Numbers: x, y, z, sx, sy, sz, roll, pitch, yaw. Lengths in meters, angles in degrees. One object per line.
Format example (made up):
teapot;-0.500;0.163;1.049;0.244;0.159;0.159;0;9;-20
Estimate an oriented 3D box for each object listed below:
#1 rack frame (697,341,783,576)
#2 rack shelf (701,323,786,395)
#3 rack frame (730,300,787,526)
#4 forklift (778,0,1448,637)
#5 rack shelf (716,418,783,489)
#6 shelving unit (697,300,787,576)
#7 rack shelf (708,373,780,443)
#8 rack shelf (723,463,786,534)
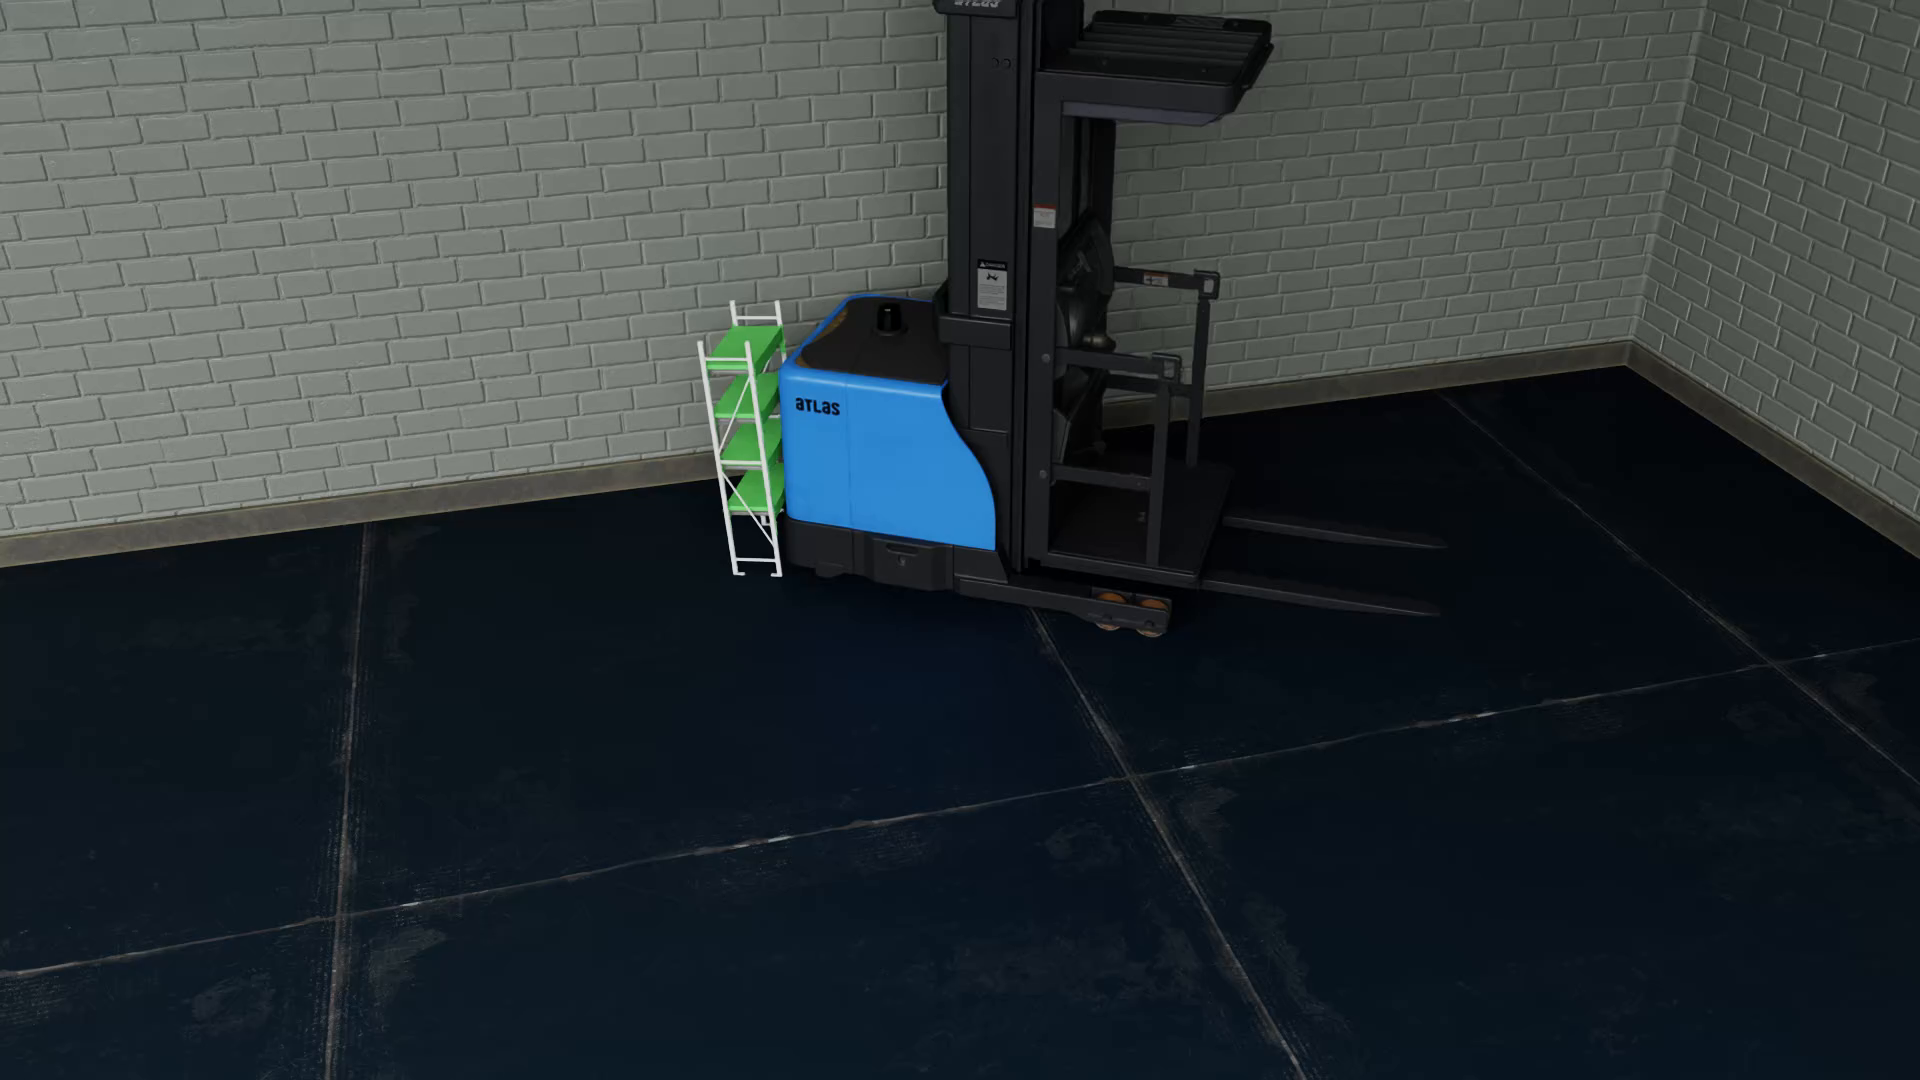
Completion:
rack frame;-1.005;-0.356;7.650;0.240;1.200;0.015;2;30;11
rack shelf;-0.990;-0.838;7.654;0.258;0.148;0.480;2;30;11
rack frame;-0.919;-0.596;8.065;0.240;1.200;0.015;2;30;11
forklift;0.740;-1.129;7.275;3.031;2.935;1.130;9;31;15
rack shelf;-0.958;-0.420;7.889;0.258;0.148;0.480;2;30;11
shelving unit;-0.962;-0.476;7.857;0.258;1.200;0.503;2;30;11
rack shelf;-0.974;-0.629;7.771;0.258;0.148;0.480;2;30;11
rack shelf;-0.941;-0.211;8.006;0.258;0.148;0.480;2;30;11
